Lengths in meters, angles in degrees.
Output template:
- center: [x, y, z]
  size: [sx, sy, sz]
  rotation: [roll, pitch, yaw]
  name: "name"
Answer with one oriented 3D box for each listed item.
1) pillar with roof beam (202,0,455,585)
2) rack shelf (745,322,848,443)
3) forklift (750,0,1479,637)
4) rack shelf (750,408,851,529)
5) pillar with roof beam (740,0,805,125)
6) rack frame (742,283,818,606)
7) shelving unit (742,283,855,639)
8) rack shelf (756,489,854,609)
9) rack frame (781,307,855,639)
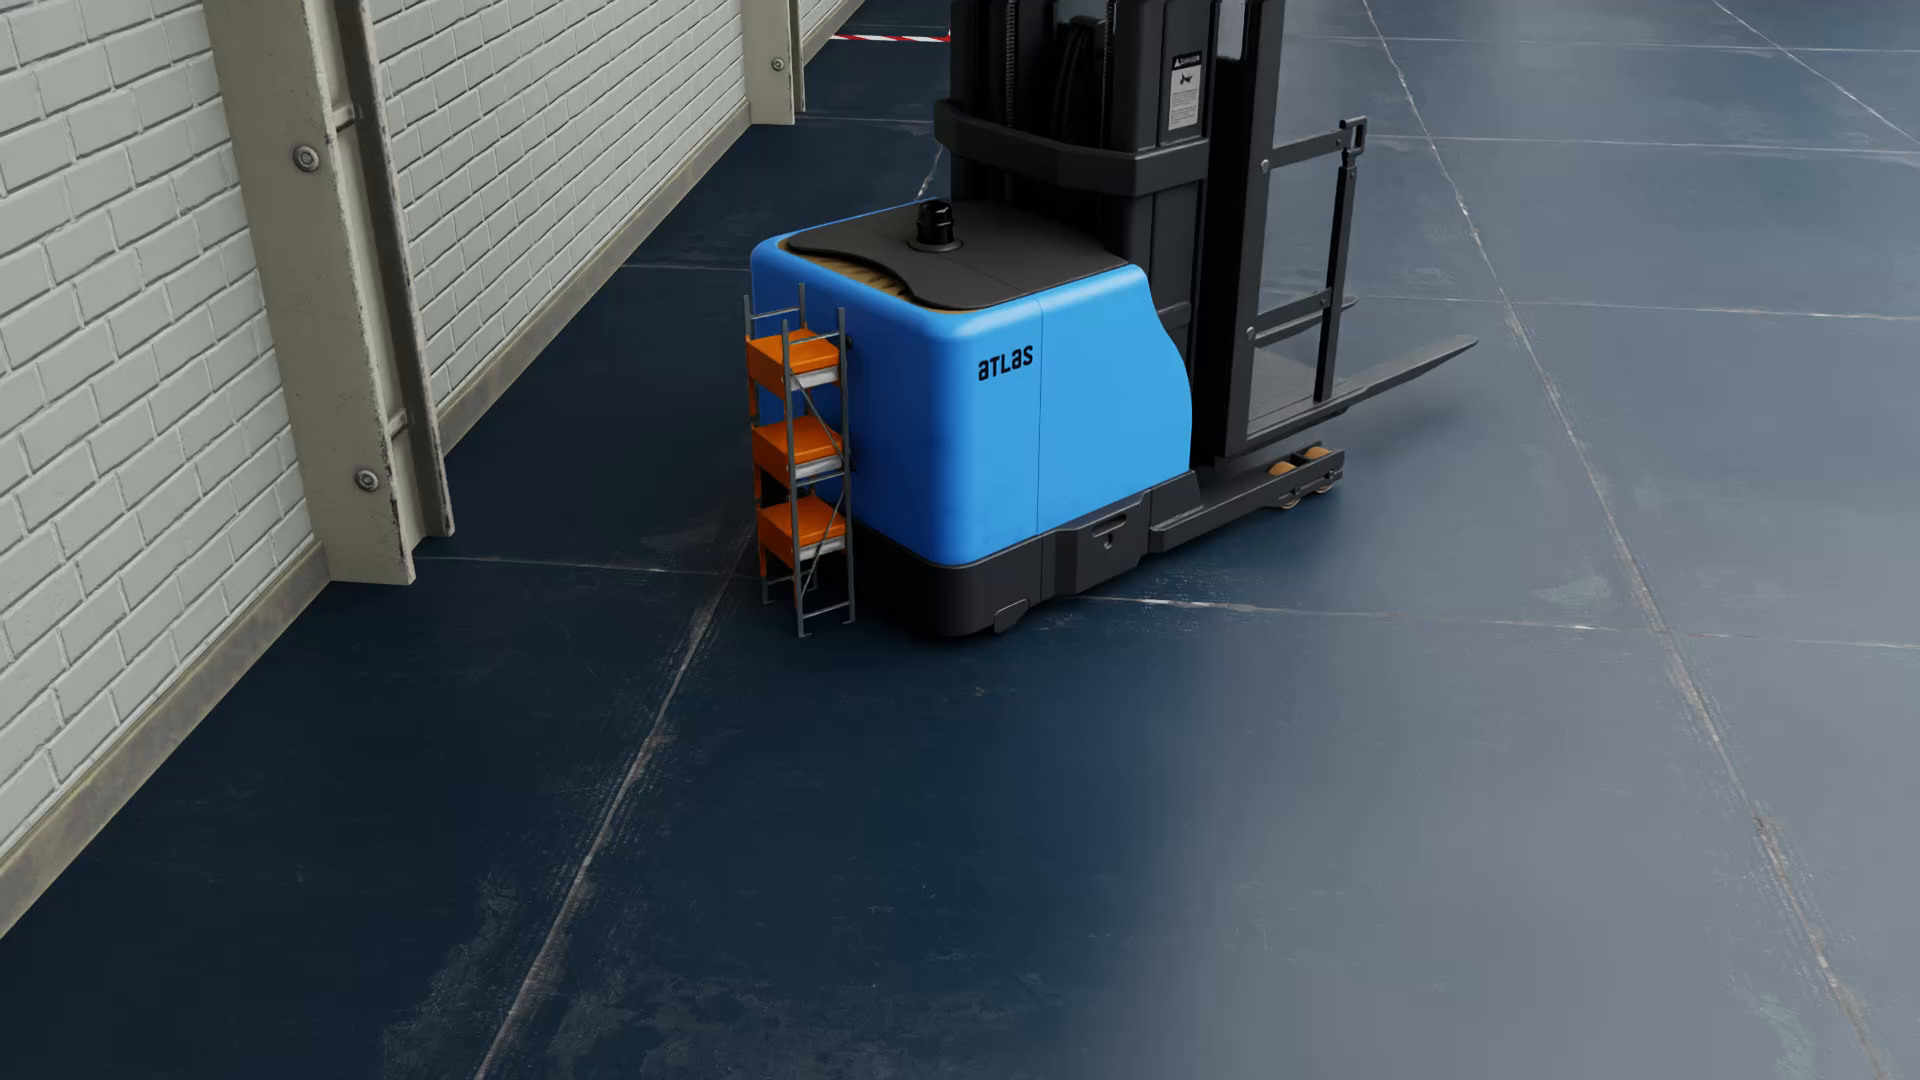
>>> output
- center: [2.332, -3.665, 3.065]
  size: [9.100, 9.000, 0.400]
  rotation: [3, 28, 6]
  name: "pillar with roof beam"
- center: [-0.485, -0.470, 4.939]
  size: [0.215, 0.259, 0.240]
  rotation: [-17, 33, -28]
  name: "rack shelf"
- center: [0.767, -1.570, 5.574]
  size: [3.031, 2.935, 1.130]
  rotation: [-22, 35, -35]
  name: "forklift"
- center: [-0.485, -0.220, 5.074]
  size: [0.215, 0.259, 0.240]
  rotation: [-17, 33, -28]
  name: "rack shelf"
- center: [3.067, -6.489, 8.307]
  size: [9.100, 9.000, 0.400]
  rotation: [3, 28, 6]
  name: "pillar with roof beam"
- center: [-0.551, -0.278, 5.159]
  size: [0.200, 1.050, 0.008]
  rotation: [-17, 33, -28]
  name: "rack frame"
- center: [-0.485, -0.229, 5.069]
  size: [0.215, 1.050, 0.252]
  rotation: [-17, 33, -28]
  name: "shelving unit"
- center: [-0.485, 0.025, 5.206]
  size: [0.215, 0.259, 0.240]
  rotation: [-17, 33, -28]
  name: "rack shelf"
- center: [-0.419, -0.181, 4.978]
  size: [0.200, 1.050, 0.008]
  rotation: [-17, 33, -28]
  name: "rack frame"
